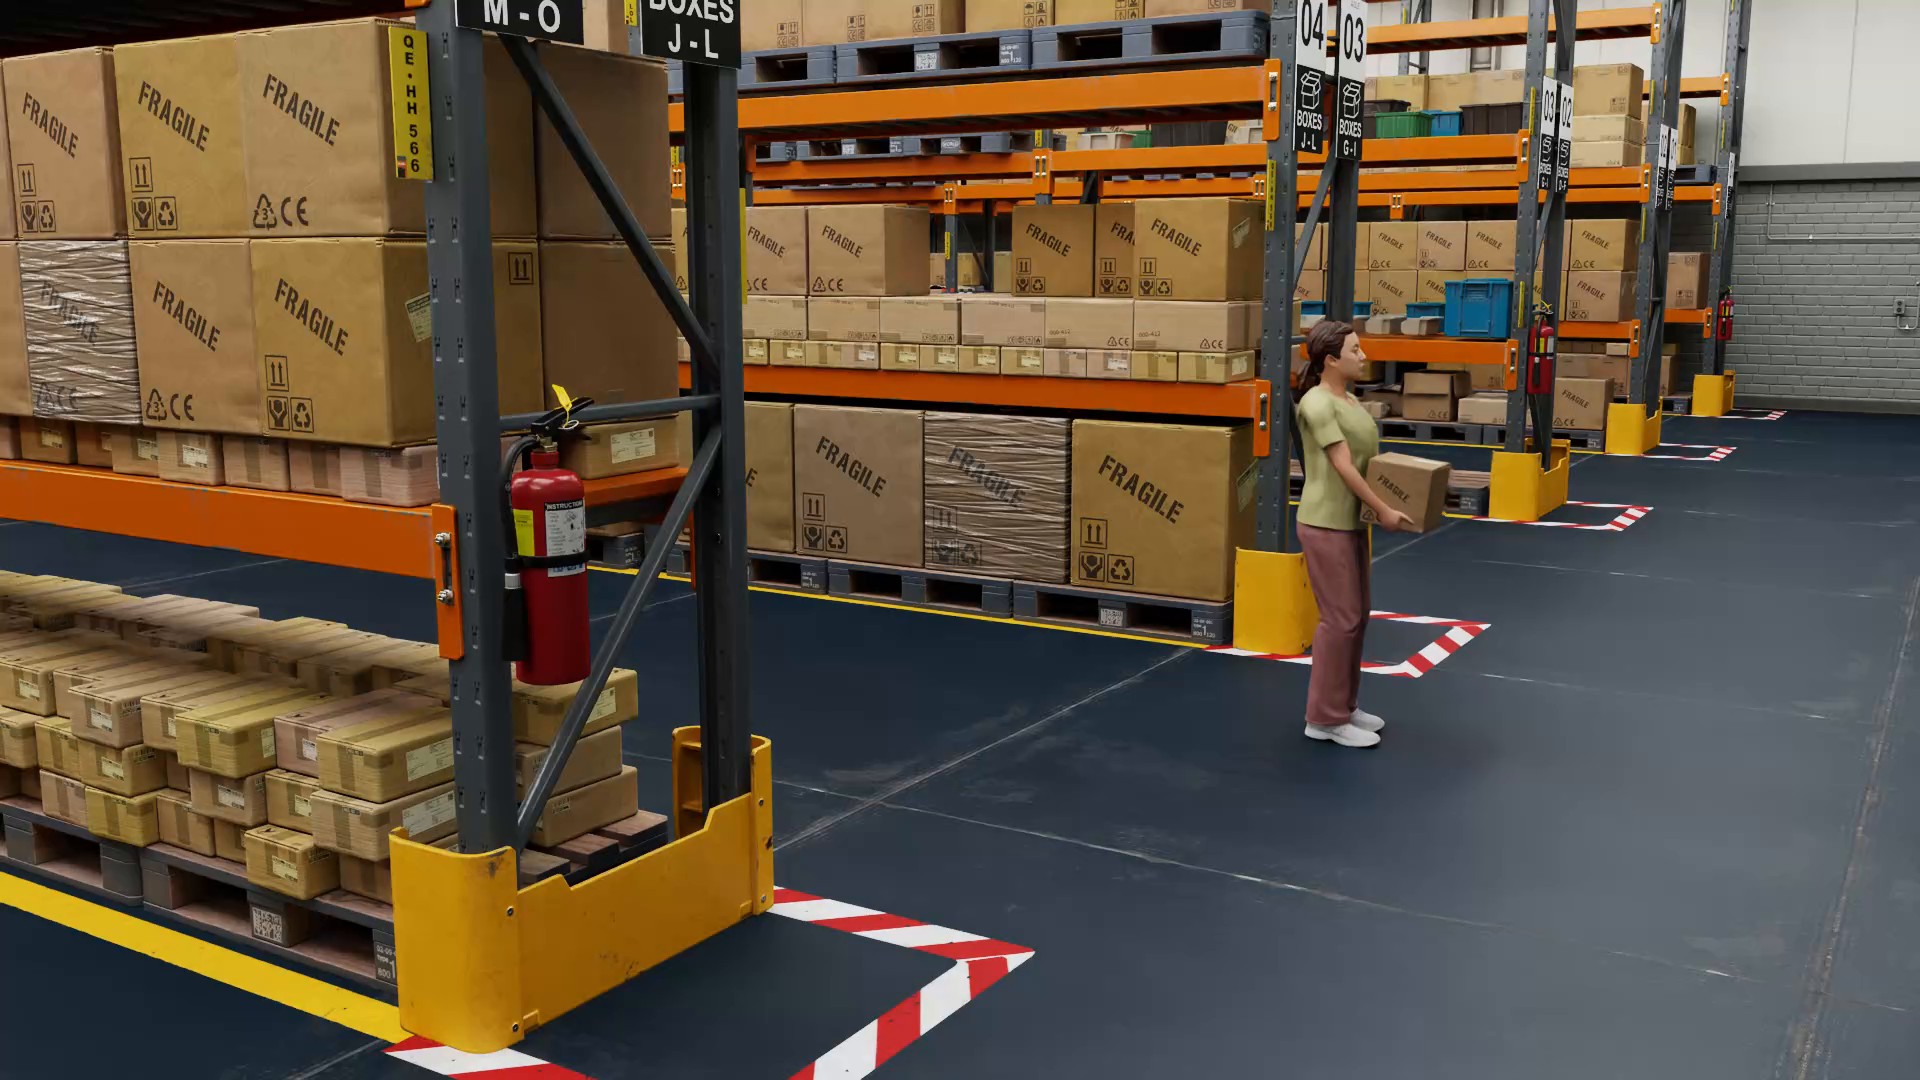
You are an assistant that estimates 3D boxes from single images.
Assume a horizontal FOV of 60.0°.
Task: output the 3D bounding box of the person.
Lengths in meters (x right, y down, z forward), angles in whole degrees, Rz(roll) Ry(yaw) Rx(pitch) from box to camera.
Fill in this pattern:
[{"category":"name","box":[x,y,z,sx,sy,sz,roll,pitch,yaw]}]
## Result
[{"category":"person","box":[1.567,-0.029,6.600,0.548,1.667,0.421,6,11,31]}]
